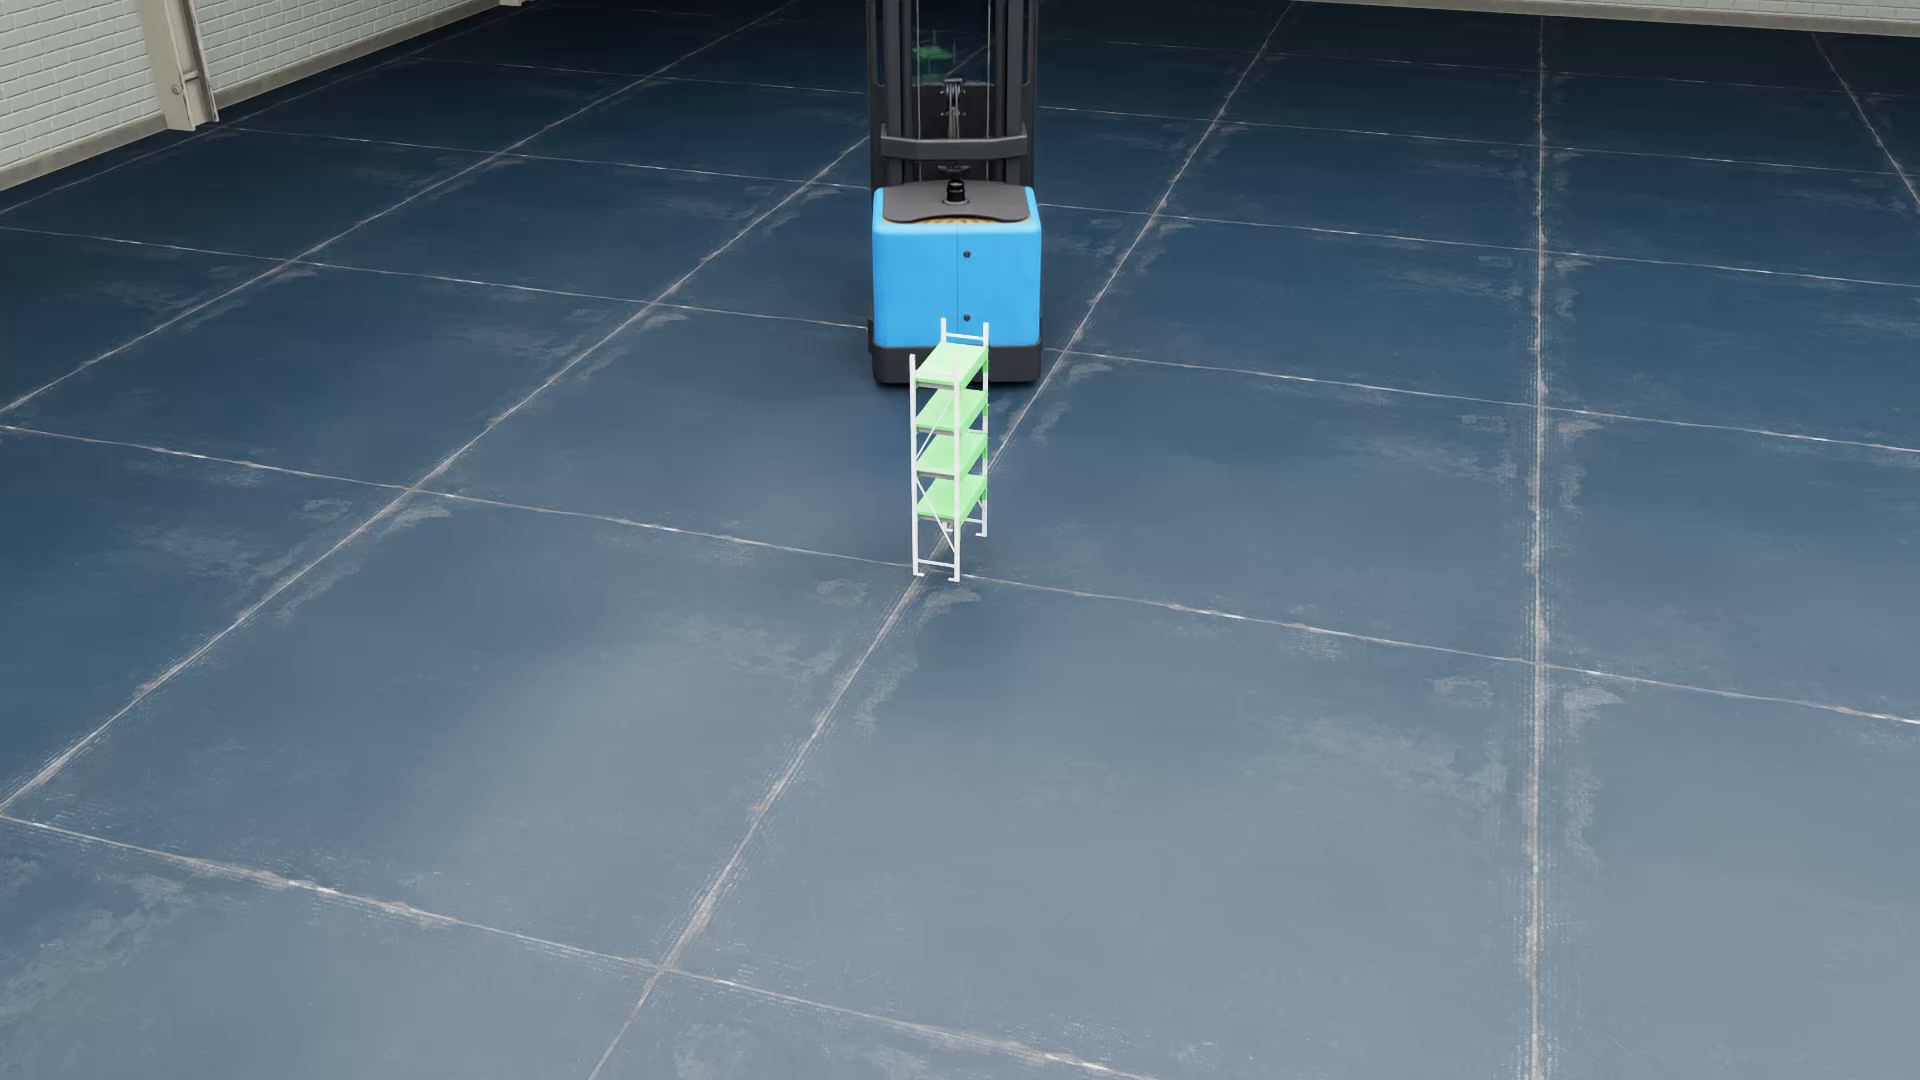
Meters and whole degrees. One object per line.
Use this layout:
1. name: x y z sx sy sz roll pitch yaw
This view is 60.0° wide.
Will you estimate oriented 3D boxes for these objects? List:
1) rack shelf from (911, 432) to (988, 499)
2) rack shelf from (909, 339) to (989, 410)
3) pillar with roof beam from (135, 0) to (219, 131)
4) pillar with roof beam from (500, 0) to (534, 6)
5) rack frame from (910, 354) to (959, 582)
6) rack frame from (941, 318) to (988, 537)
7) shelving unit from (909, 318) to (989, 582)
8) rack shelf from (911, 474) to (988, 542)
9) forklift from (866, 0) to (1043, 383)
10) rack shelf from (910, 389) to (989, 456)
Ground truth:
1. rack shelf: -0.049 -0.392 8.351 0.258 0.148 0.480 8 30 15
2. rack shelf: -0.049 -0.811 8.118 0.258 0.148 0.480 8 30 15
3. pillar with roof beam: -3.218 -7.289 12.597 9.100 9.000 0.400 8 30 15
4. pillar with roof beam: -1.457 -10.078 17.609 9.100 9.000 0.400 8 30 15
5. rack frame: -0.120 -0.334 8.116 0.240 1.200 0.015 8 30 15
6. rack frame: 0.023 -0.561 8.524 0.240 1.200 0.015 8 30 15
7. shelving unit: -0.049 -0.447 8.320 0.258 1.200 0.503 8 30 15
8. rack shelf: -0.049 -0.182 8.468 0.258 0.148 0.480 8 30 15
9. forklift: -0.058 -2.936 11.013 1.130 2.935 3.031 -1 29 -1
10. rack shelf: -0.049 -0.601 8.234 0.258 0.148 0.480 8 30 15
